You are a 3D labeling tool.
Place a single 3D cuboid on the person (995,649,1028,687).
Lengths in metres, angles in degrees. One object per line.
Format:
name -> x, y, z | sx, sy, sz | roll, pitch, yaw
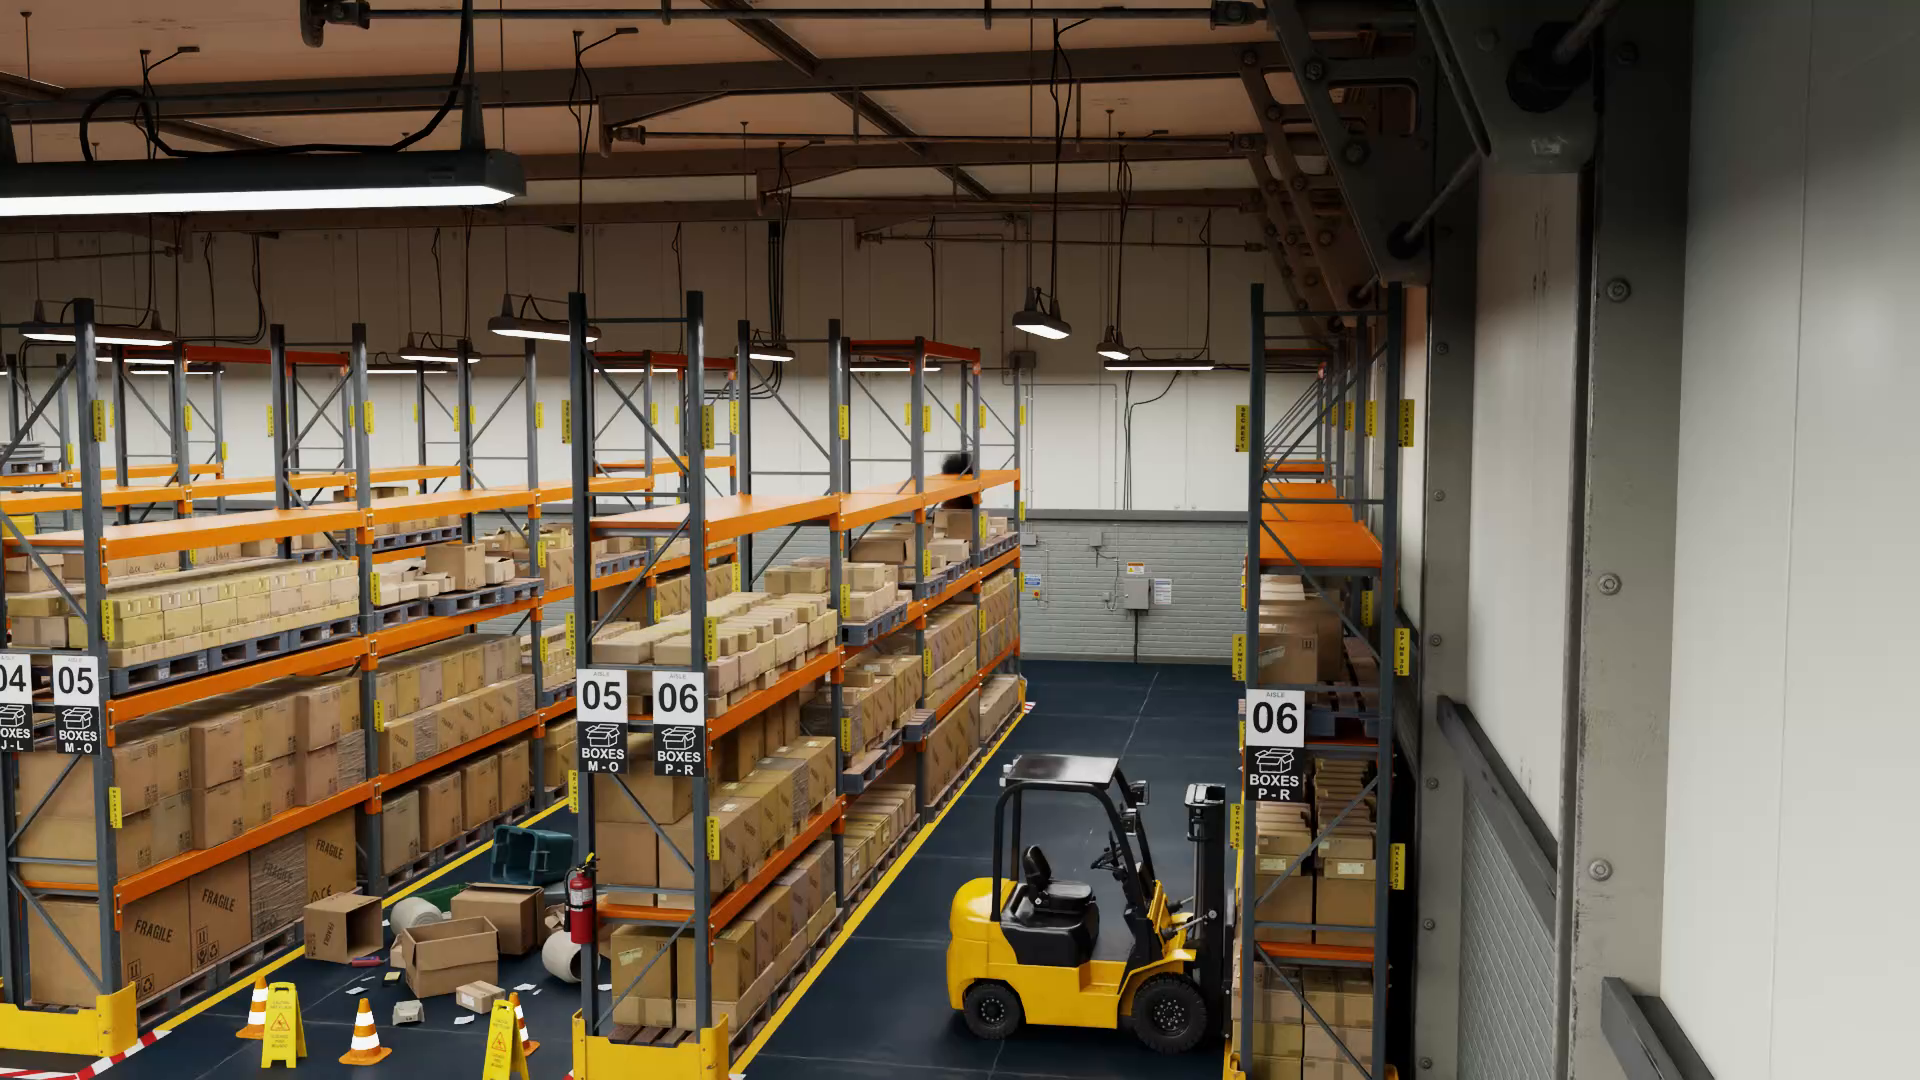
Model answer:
person -> 0.768, 2.011, 29.610 | 0.729, 1.520, 0.609 | 4, 6, 41
